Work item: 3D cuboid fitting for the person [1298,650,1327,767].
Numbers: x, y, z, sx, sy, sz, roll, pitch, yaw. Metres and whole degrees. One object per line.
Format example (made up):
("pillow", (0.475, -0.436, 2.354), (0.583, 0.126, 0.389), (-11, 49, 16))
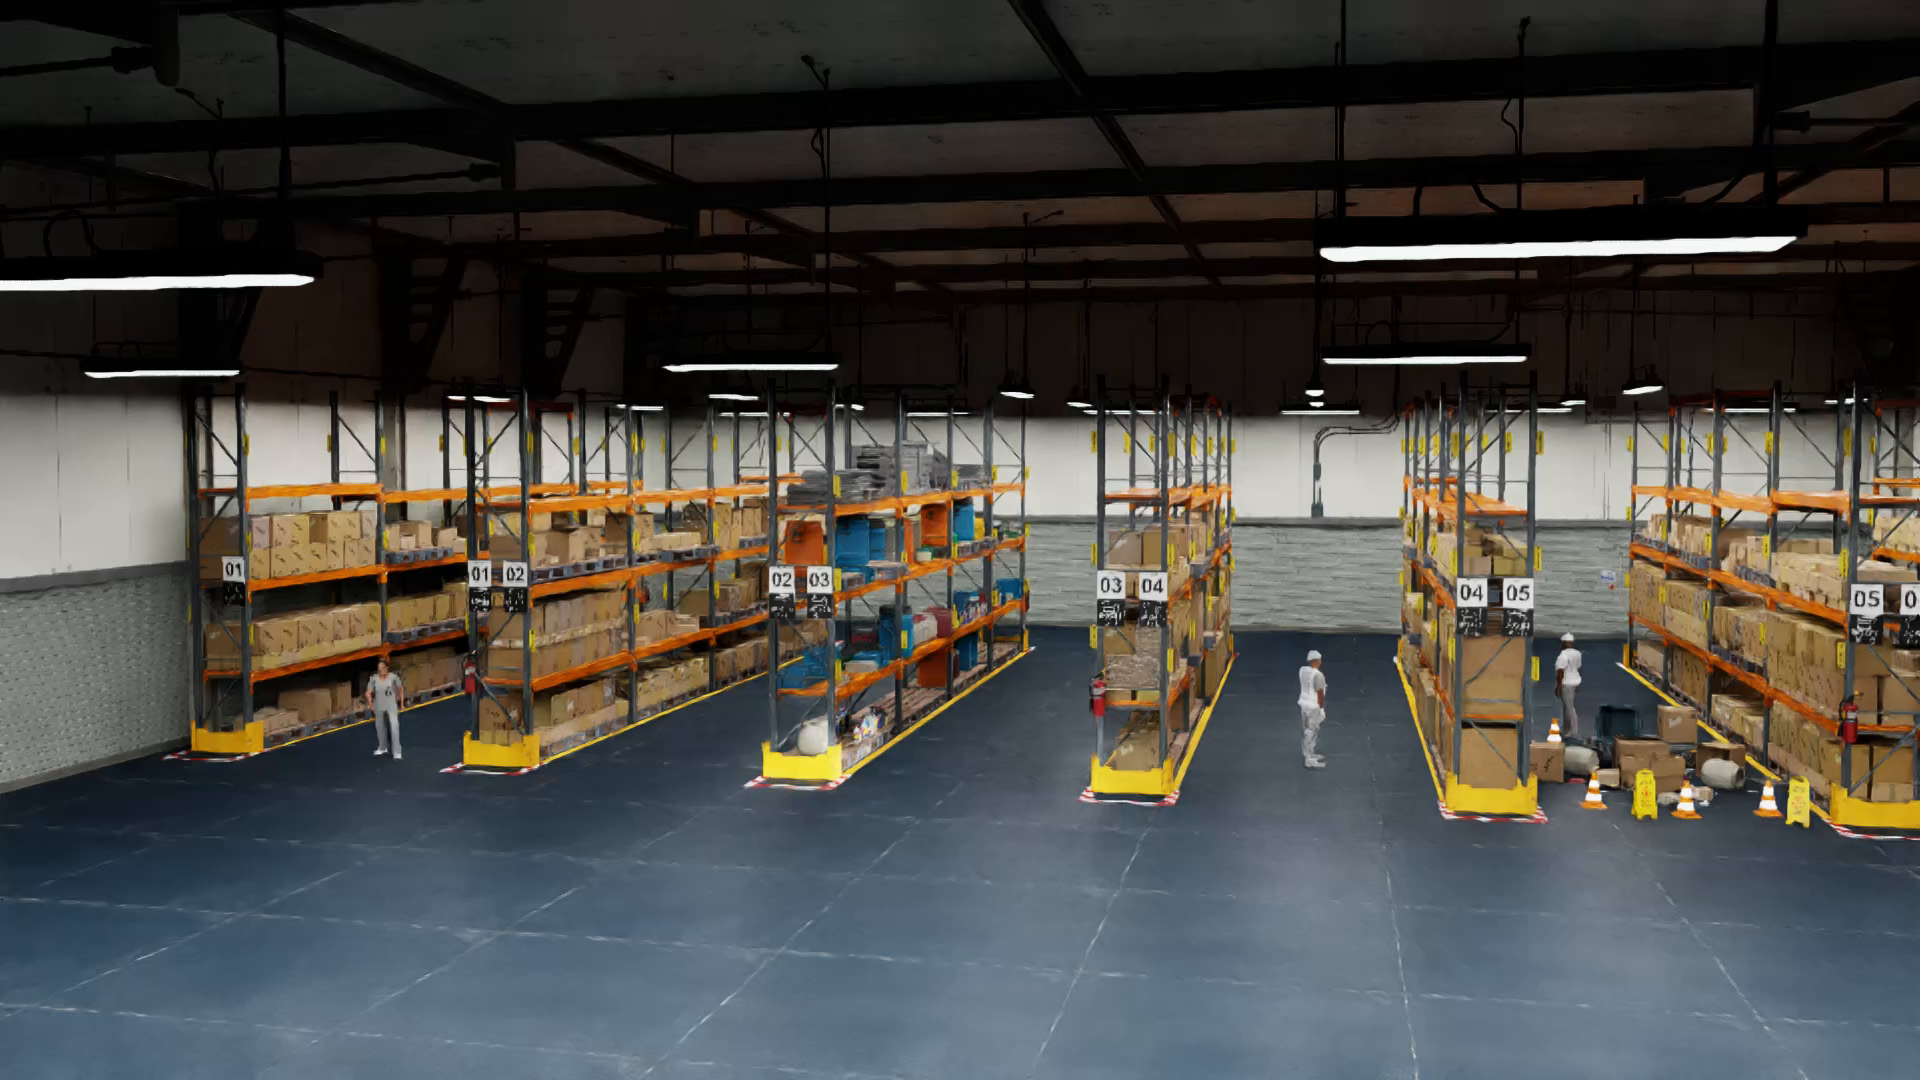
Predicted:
("person", (5.545, 2.604, 25.977), (0.473, 1.789, 0.637), (-1, 3, -17))

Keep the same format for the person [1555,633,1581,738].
("person", (10.399, 2.472, 28.540), (0.580, 1.763, 0.673), (3, 5, 44))

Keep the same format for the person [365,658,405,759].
("person", (-9.145, 2.669, 26.565), (0.609, 1.601, 0.817), (0, 3, -5))
